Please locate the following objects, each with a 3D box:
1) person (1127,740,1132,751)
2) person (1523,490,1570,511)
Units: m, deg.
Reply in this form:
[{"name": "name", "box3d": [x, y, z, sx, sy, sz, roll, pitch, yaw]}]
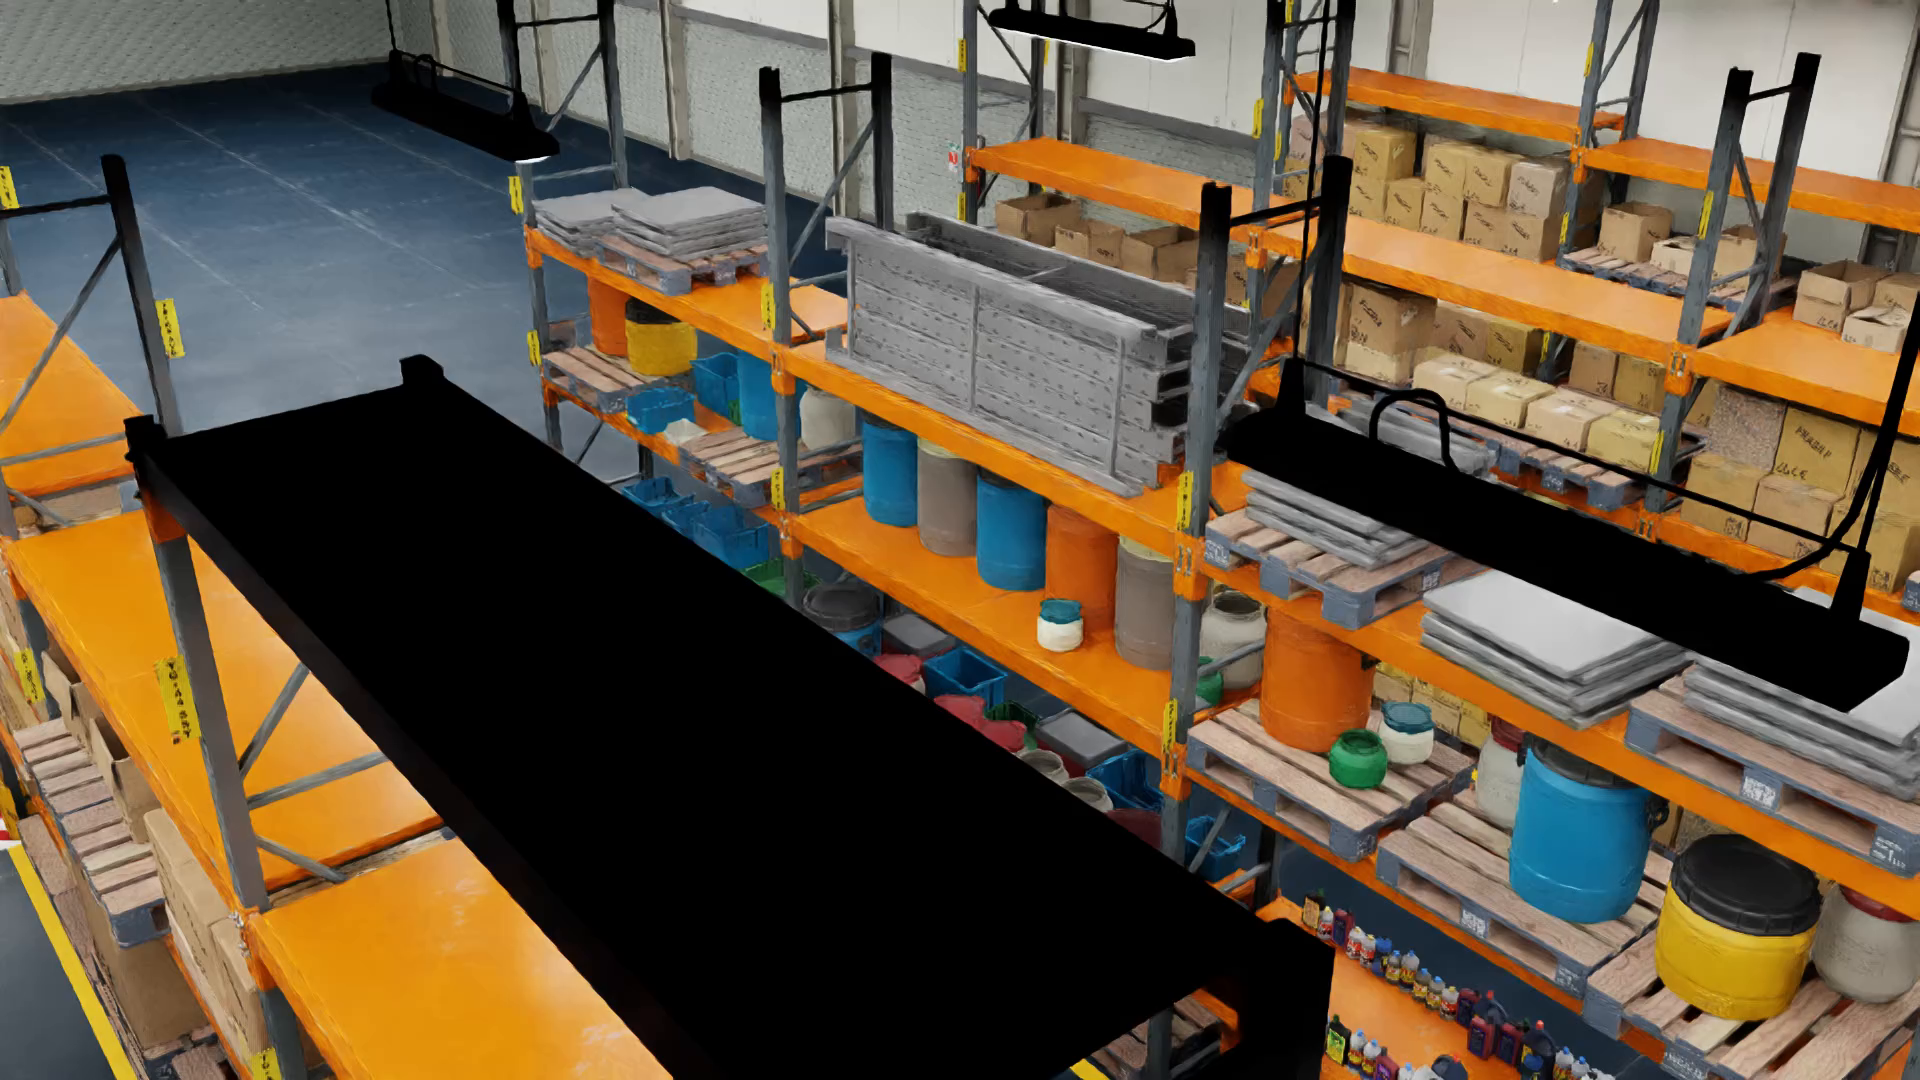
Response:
[{"name": "person", "box3d": [1.236, 1.371, 13.504, 0.677, 1.645, 0.534, -21, 33, -36]}, {"name": "person", "box3d": [5.744, -0.077, 16.507, 0.503, 1.670, 0.432, 10, 28, 20]}]
